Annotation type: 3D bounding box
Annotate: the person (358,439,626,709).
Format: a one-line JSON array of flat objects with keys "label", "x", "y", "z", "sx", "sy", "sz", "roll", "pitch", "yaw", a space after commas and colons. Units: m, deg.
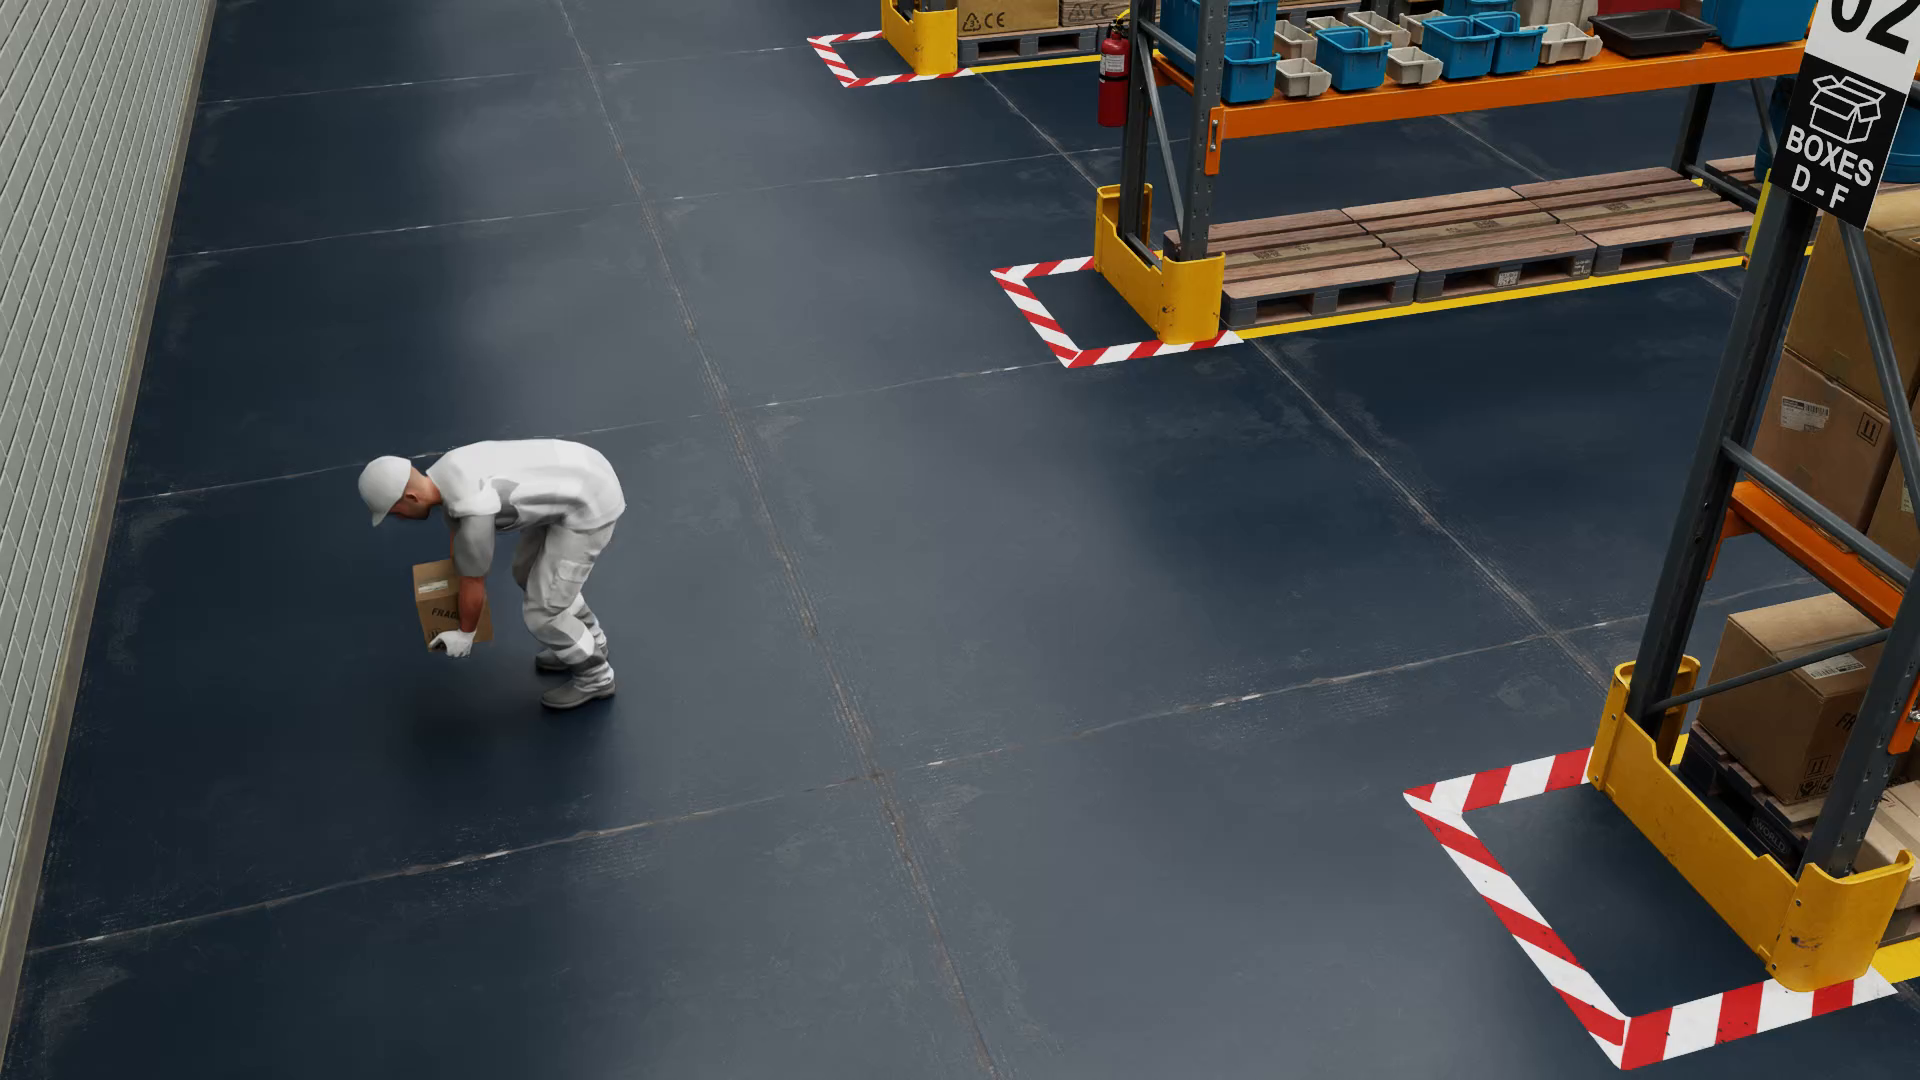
[{"label": "person", "x": -1.758, "y": 0.120, "z": 6.484, "sx": 0.943, "sy": 1.182, "sz": 0.517, "roll": -12, "pitch": 35, "yaw": -17}]
